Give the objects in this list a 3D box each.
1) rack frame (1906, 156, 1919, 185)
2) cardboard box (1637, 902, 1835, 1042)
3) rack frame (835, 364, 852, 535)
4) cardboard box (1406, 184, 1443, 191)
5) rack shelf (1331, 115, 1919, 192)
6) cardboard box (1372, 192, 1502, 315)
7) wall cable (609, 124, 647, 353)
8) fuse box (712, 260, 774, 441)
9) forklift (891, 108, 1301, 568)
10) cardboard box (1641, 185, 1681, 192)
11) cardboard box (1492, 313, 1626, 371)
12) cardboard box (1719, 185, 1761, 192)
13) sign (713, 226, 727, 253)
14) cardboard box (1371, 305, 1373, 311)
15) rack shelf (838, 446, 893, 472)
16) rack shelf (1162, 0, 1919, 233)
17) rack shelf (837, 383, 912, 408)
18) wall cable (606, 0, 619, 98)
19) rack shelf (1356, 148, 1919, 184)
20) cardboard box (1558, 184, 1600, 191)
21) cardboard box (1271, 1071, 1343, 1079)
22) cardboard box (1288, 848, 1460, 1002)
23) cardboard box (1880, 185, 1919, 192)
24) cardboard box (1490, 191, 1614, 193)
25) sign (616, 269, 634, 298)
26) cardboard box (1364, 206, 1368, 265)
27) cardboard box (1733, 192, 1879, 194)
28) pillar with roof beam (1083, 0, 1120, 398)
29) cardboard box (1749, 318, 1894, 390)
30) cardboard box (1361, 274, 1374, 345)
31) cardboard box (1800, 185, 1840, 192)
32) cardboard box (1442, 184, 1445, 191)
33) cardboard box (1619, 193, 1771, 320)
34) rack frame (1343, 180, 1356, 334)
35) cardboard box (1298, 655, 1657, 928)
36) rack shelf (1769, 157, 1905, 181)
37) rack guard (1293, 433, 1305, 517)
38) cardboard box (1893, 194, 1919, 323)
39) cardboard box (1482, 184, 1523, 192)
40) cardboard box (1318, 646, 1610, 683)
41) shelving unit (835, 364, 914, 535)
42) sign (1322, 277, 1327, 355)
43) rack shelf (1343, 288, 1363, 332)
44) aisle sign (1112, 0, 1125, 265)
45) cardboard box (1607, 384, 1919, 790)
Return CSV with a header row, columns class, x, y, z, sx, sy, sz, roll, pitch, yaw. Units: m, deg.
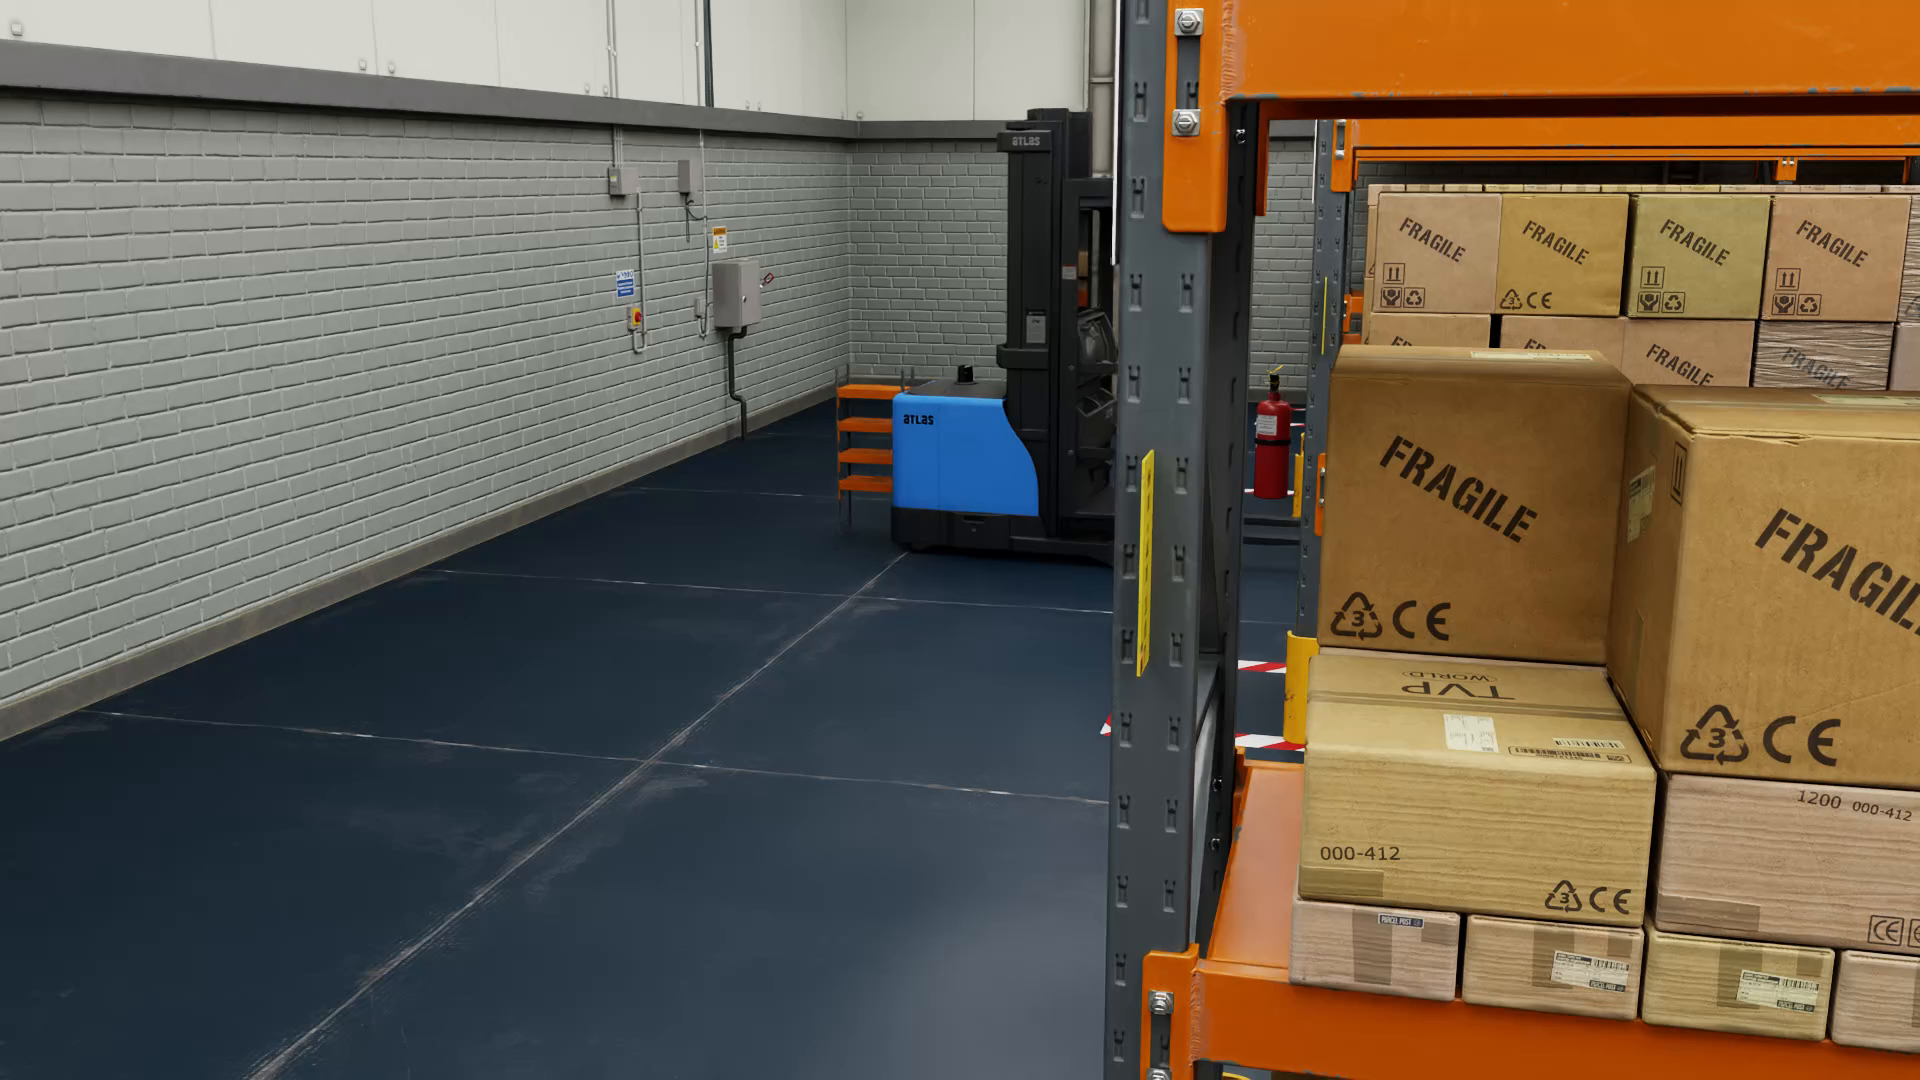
class,x,y,z,sx,sy,sz,roll,pitch,yaw
rack frame,6.672,-1.497,11.555,0.127,3.000,1.000,3,13,14
cardboard box,1.178,0.616,2.611,0.250,0.149,0.380,3,13,12
rack frame,-0.829,-0.643,11.862,0.015,1.200,0.240,4,13,17
cardboard box,3.339,-2.483,11.962,0.250,0.149,0.380,3,13,15
rack shelf,3.643,-1.668,7.060,4.000,0.370,1.077,3,13,14
cardboard box,2.073,-1.261,7.267,0.500,0.500,0.500,3,13,13
wall cable,-2.691,-2.503,13.674,0.123,1.953,0.585,3,13,14
fuse box,-2.046,-1.797,15.884,0.414,1.711,0.539,3,13,14
forklift,1.102,-1.361,11.103,3.031,2.935,1.130,4,13,17
cardboard box,4.829,-2.389,11.538,0.250,0.149,0.380,3,13,14
cardboard box,2.596,-0.748,7.264,0.500,0.500,0.500,3,13,14
cardboard box,5.326,-2.366,11.435,0.250,0.149,0.380,3,13,13
sign,-2.261,-2.829,15.651,0.001,0.242,0.339,3,13,14
cardboard box,2.199,-0.883,7.871,0.500,0.500,0.500,3,13,15
rack shelf,-0.597,-0.562,11.806,0.480,0.148,0.258,4,13,17
rack shelf,2.356,-0.630,2.383,4.000,0.370,1.077,3,13,14
rack shelf,-0.597,-1.011,11.706,0.480,0.148,0.258,4,13,17
wall cable,-2.801,-4.869,12.904,0.029,3.000,0.463,3,13,14
rack shelf,4.731,-2.714,11.776,4.000,0.370,1.077,3,13,14
cardboard box,4.323,-2.411,11.638,0.250,0.149,0.380,3,13,14
cardboard box,1.055,1.228,3.208,0.875,0.875,0.875,3,13,14
cardboard box,0.680,0.590,2.729,0.250,0.149,0.380,3,13,14
cardboard box,6.297,-2.299,11.136,0.250,0.149,0.380,3,13,12
cardboard box,2.697,-1.343,7.634,0.500,0.500,0.500,3,13,12
sign,-2.762,-2.117,13.727,0.001,0.218,0.327,3,13,14
cardboard box,3.314,-2.266,12.484,0.500,0.500,0.500,4,13,15
cardboard box,3.718,-1.291,7.400,0.500,0.500,0.500,3,13,12
pillar with roof beam,0.541,-5.101,13.951,0.400,9.000,9.100,3,13,14
cardboard box,3.565,-0.695,7.024,0.500,0.500,0.500,3,13,12
cardboard box,3.186,-1.668,12.095,0.500,0.500,0.500,3,13,13
cardboard box,5.827,-2.351,11.368,0.250,0.149,0.380,3,13,14
cardboard box,3.708,-2.578,12.390,0.250,0.149,0.380,3,13,13
cardboard box,3.064,-1.205,7.012,0.500,0.500,0.500,3,13,12
rack frame,3.975,-2.748,17.196,0.127,3.000,1.000,3,13,14
cardboard box,0.816,0.389,2.714,0.500,0.250,0.500,3,13,12
rack shelf,9.800,-3.550,15.546,4.000,0.370,1.077,3,13,14
rack guard,2.766,-0.485,12.767,0.348,0.500,1.175,3,13,14
cardboard box,4.067,-1.156,6.791,0.500,0.500,0.500,3,13,15
cardboard box,3.823,-2.435,11.748,0.250,0.149,0.380,3,13,12
cardboard box,0.949,0.277,3.220,0.500,0.250,0.500,3,13,13
shelving unit,-0.597,-0.627,11.791,0.503,1.200,0.258,4,13,17
sign,1.571,-0.967,7.167,0.005,0.325,0.100,3,13,14
rack shelf,5.916,-2.293,16.806,4.000,0.370,1.077,3,13,14
aisle sign,0.273,-0.830,2.549,0.004,0.787,0.394,3,13,14
cardboard box,1.301,0.049,2.515,0.500,0.500,0.500,3,13,12
